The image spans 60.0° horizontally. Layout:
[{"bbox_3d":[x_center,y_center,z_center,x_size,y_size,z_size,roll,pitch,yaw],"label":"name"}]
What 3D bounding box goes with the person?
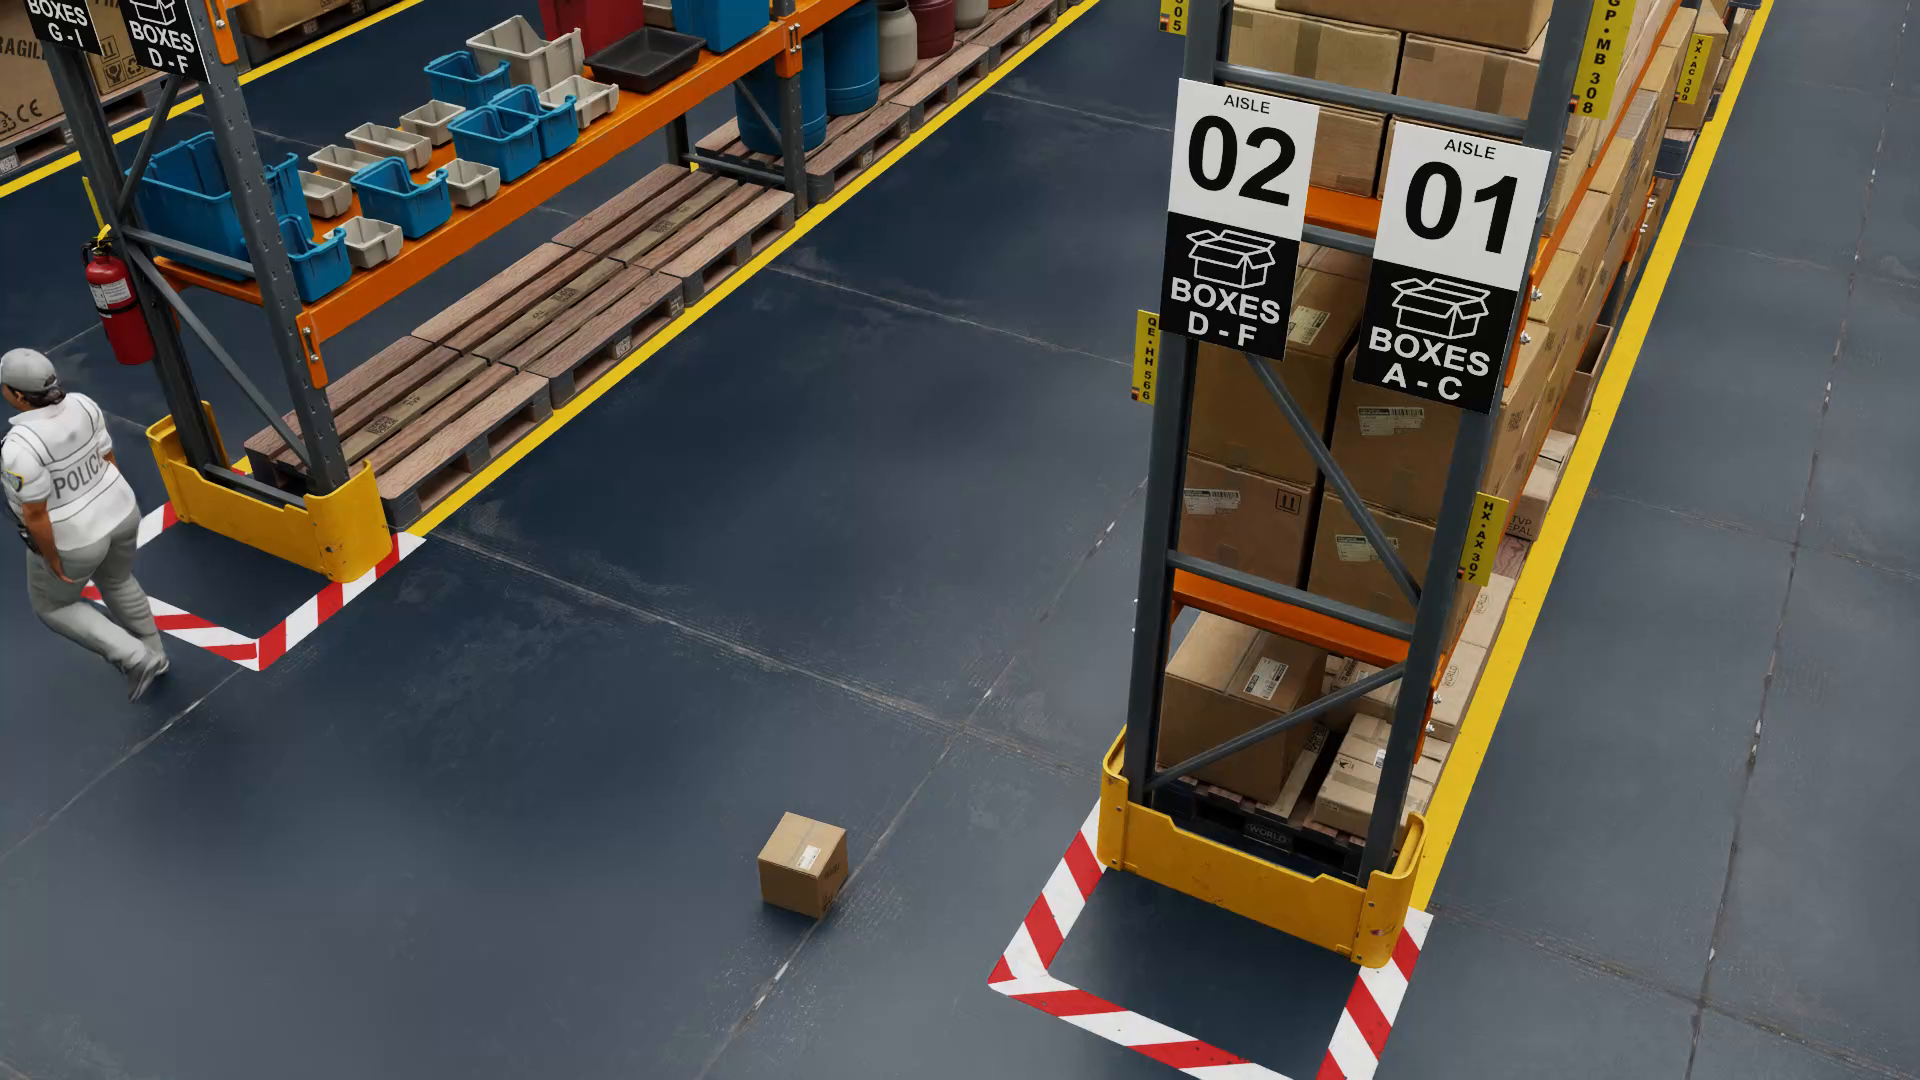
[{"bbox_3d":[-3.563,-0.049,6.768,0.494,1.648,0.480,12,40,15],"label":"person"}]
